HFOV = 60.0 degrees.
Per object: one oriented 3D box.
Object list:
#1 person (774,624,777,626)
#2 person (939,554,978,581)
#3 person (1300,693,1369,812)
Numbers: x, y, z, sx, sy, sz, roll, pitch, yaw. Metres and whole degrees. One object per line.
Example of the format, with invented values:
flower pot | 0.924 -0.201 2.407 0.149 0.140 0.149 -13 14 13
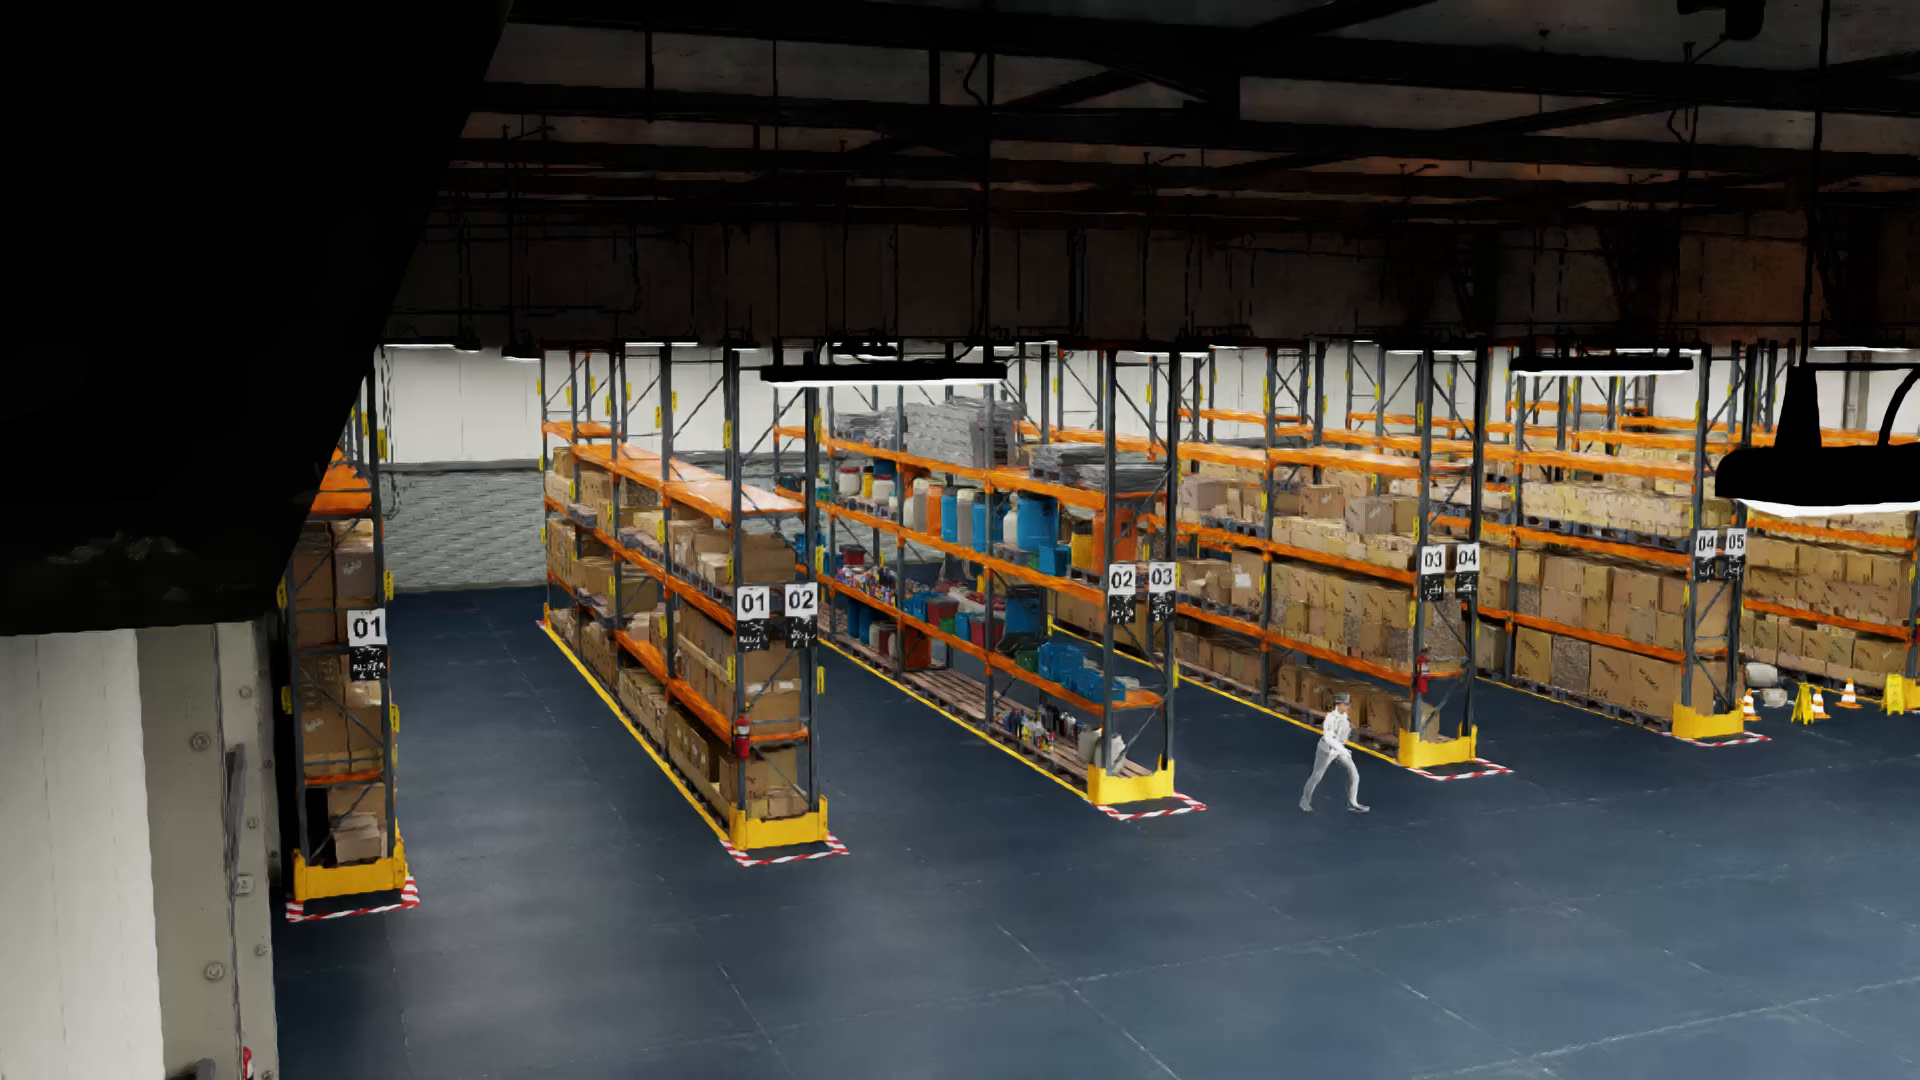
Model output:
person | -2.940 2.027 26.184 0.600 1.786 0.443 6 9 37
person | -0.085 0.181 40.803 0.952 1.685 0.621 7 10 42
person | 4.827 2.737 21.533 0.642 1.607 0.786 -6 10 -41
